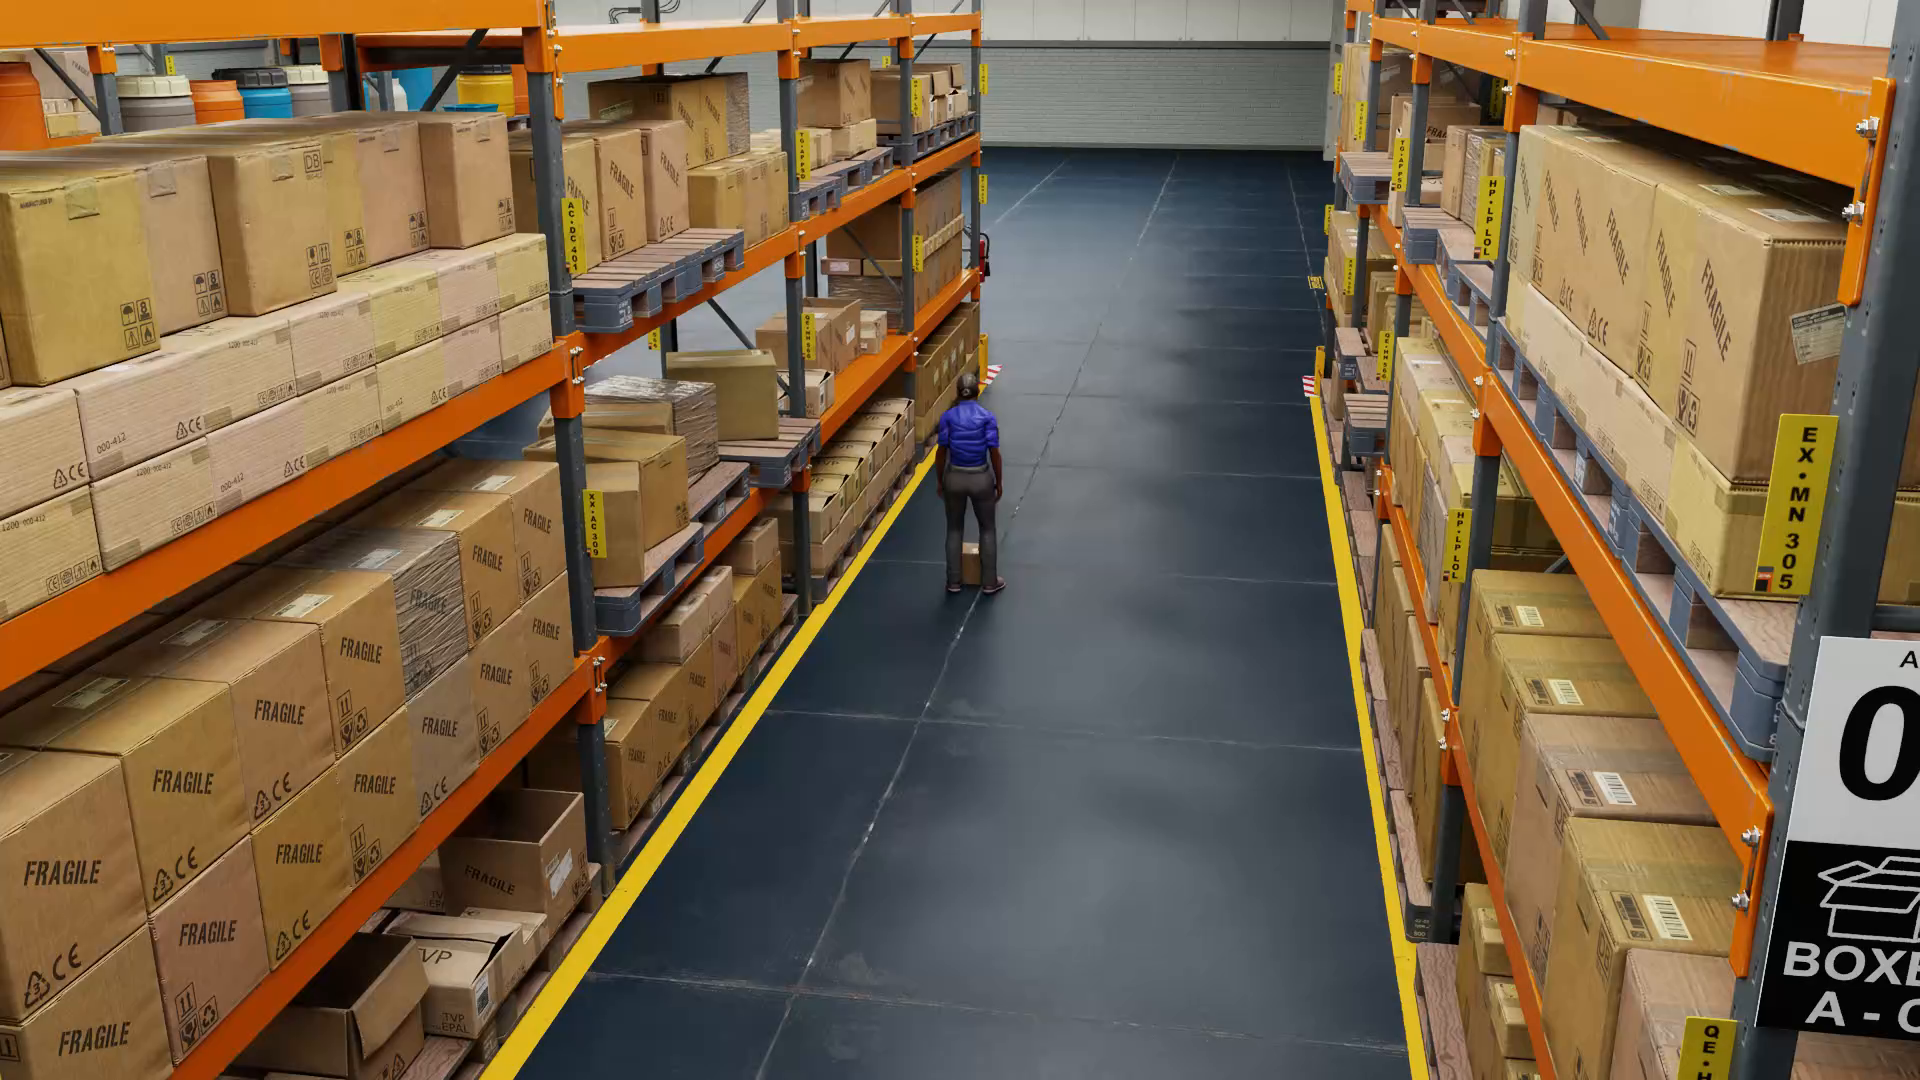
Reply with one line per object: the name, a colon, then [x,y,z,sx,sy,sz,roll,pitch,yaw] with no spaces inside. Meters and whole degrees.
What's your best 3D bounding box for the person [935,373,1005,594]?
person: [0.076,-0.414,12.337,0.514,1.654,0.352,3,18,8]
